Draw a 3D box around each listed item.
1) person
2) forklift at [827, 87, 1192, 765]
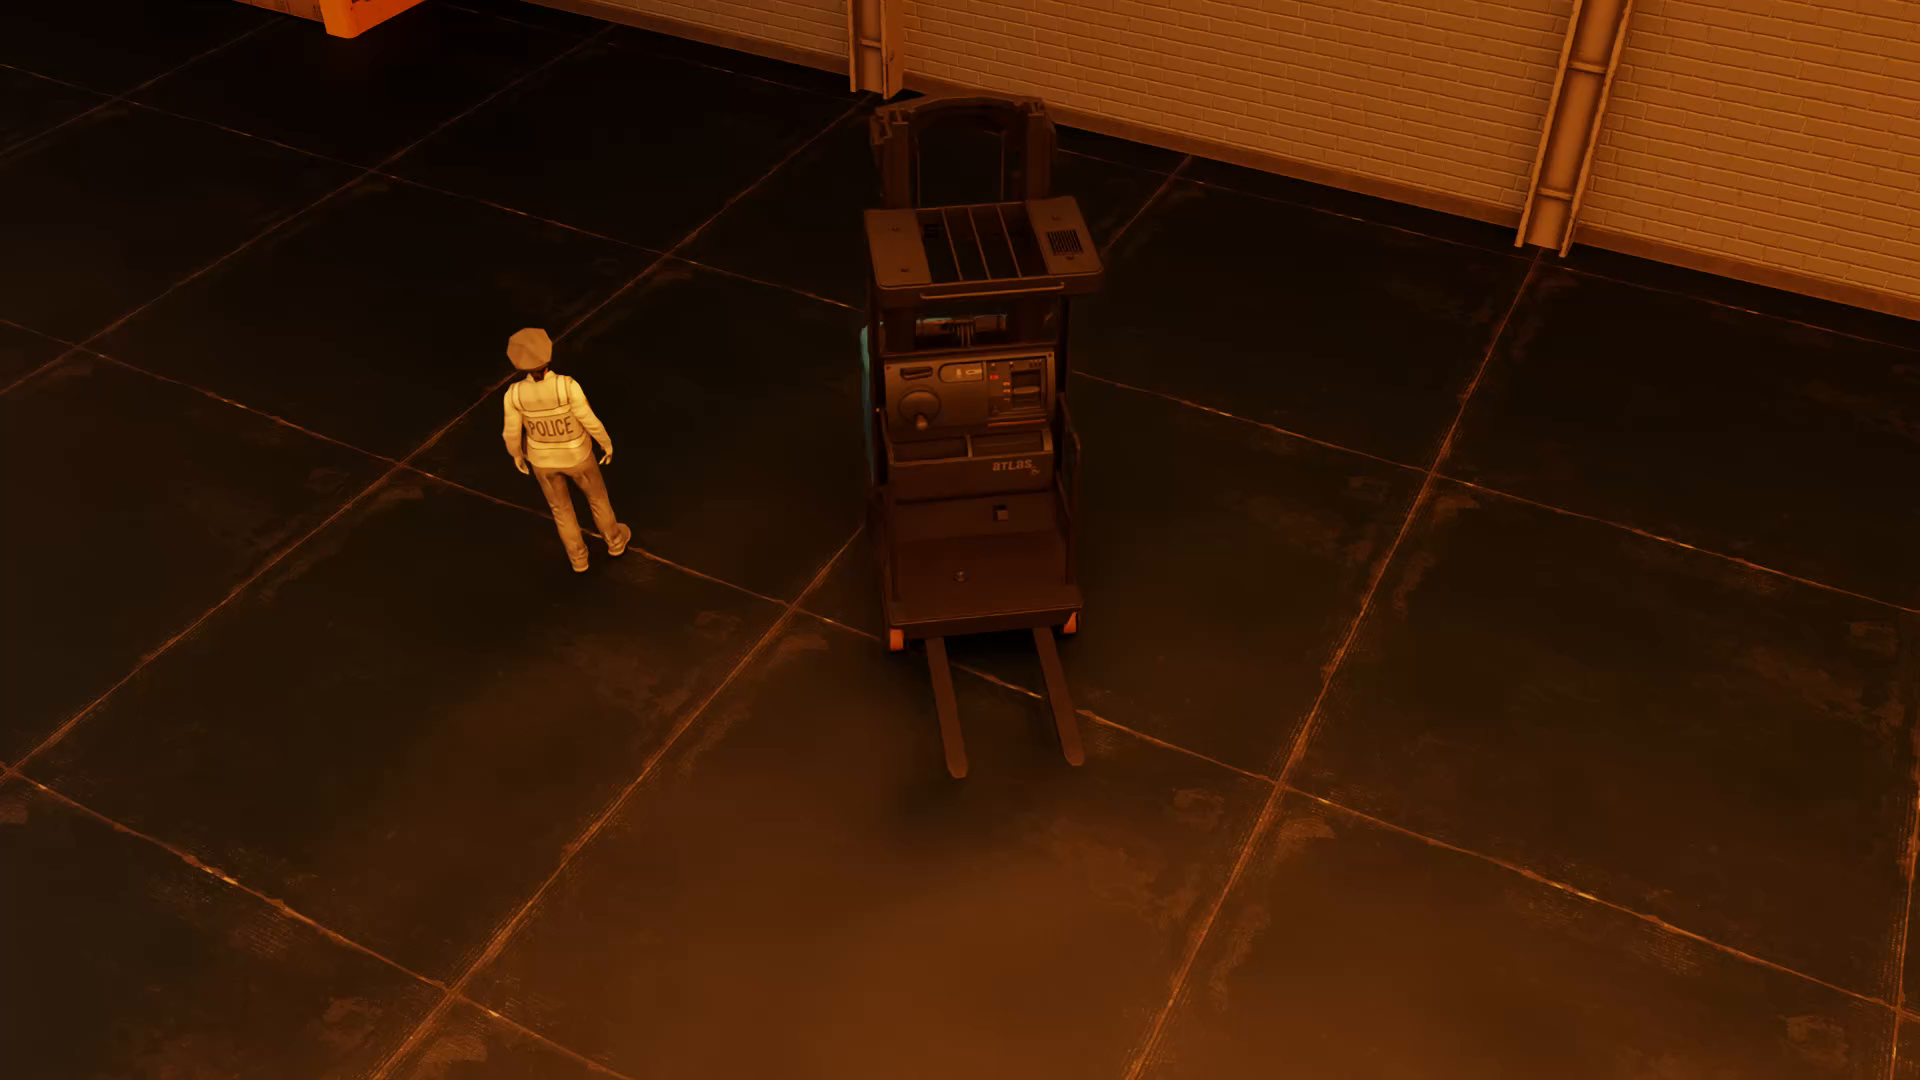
[{"bbox_3d":[-2.293,-0.535,9.571,0.582,1.695,0.533,-4,40,-5],"label":"person"},{"bbox_3d":[0.272,-0.767,8.898,1.130,2.935,3.031,-17,43,-19],"label":"forklift"}]
